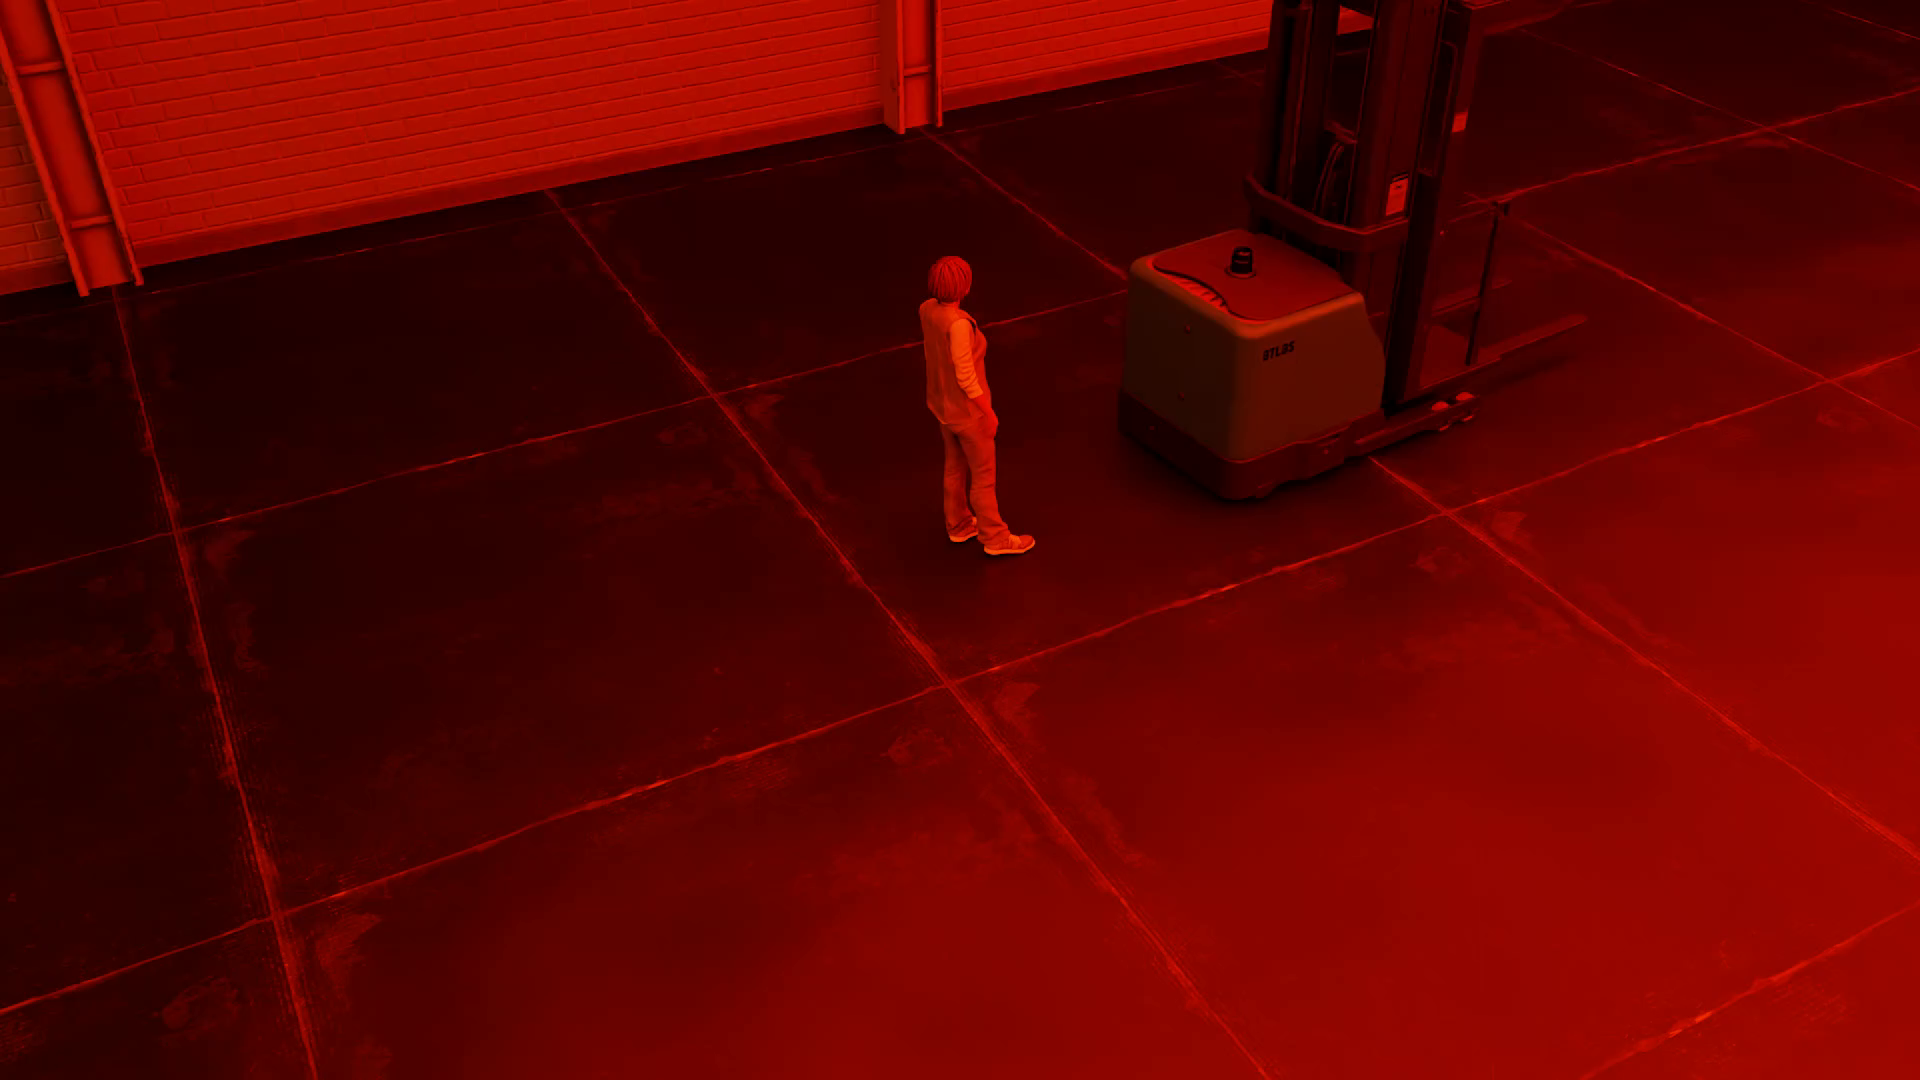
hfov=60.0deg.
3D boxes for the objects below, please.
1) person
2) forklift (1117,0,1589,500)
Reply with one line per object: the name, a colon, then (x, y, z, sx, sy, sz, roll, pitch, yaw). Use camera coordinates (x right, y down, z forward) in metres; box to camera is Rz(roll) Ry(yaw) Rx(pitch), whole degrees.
person: (0.073, -0.671, 8.215, 0.473, 1.599, 0.520, -17, 39, -23)
forklift: (2.410, -2.058, 9.034, 3.031, 2.935, 1.130, -21, 40, -27)
